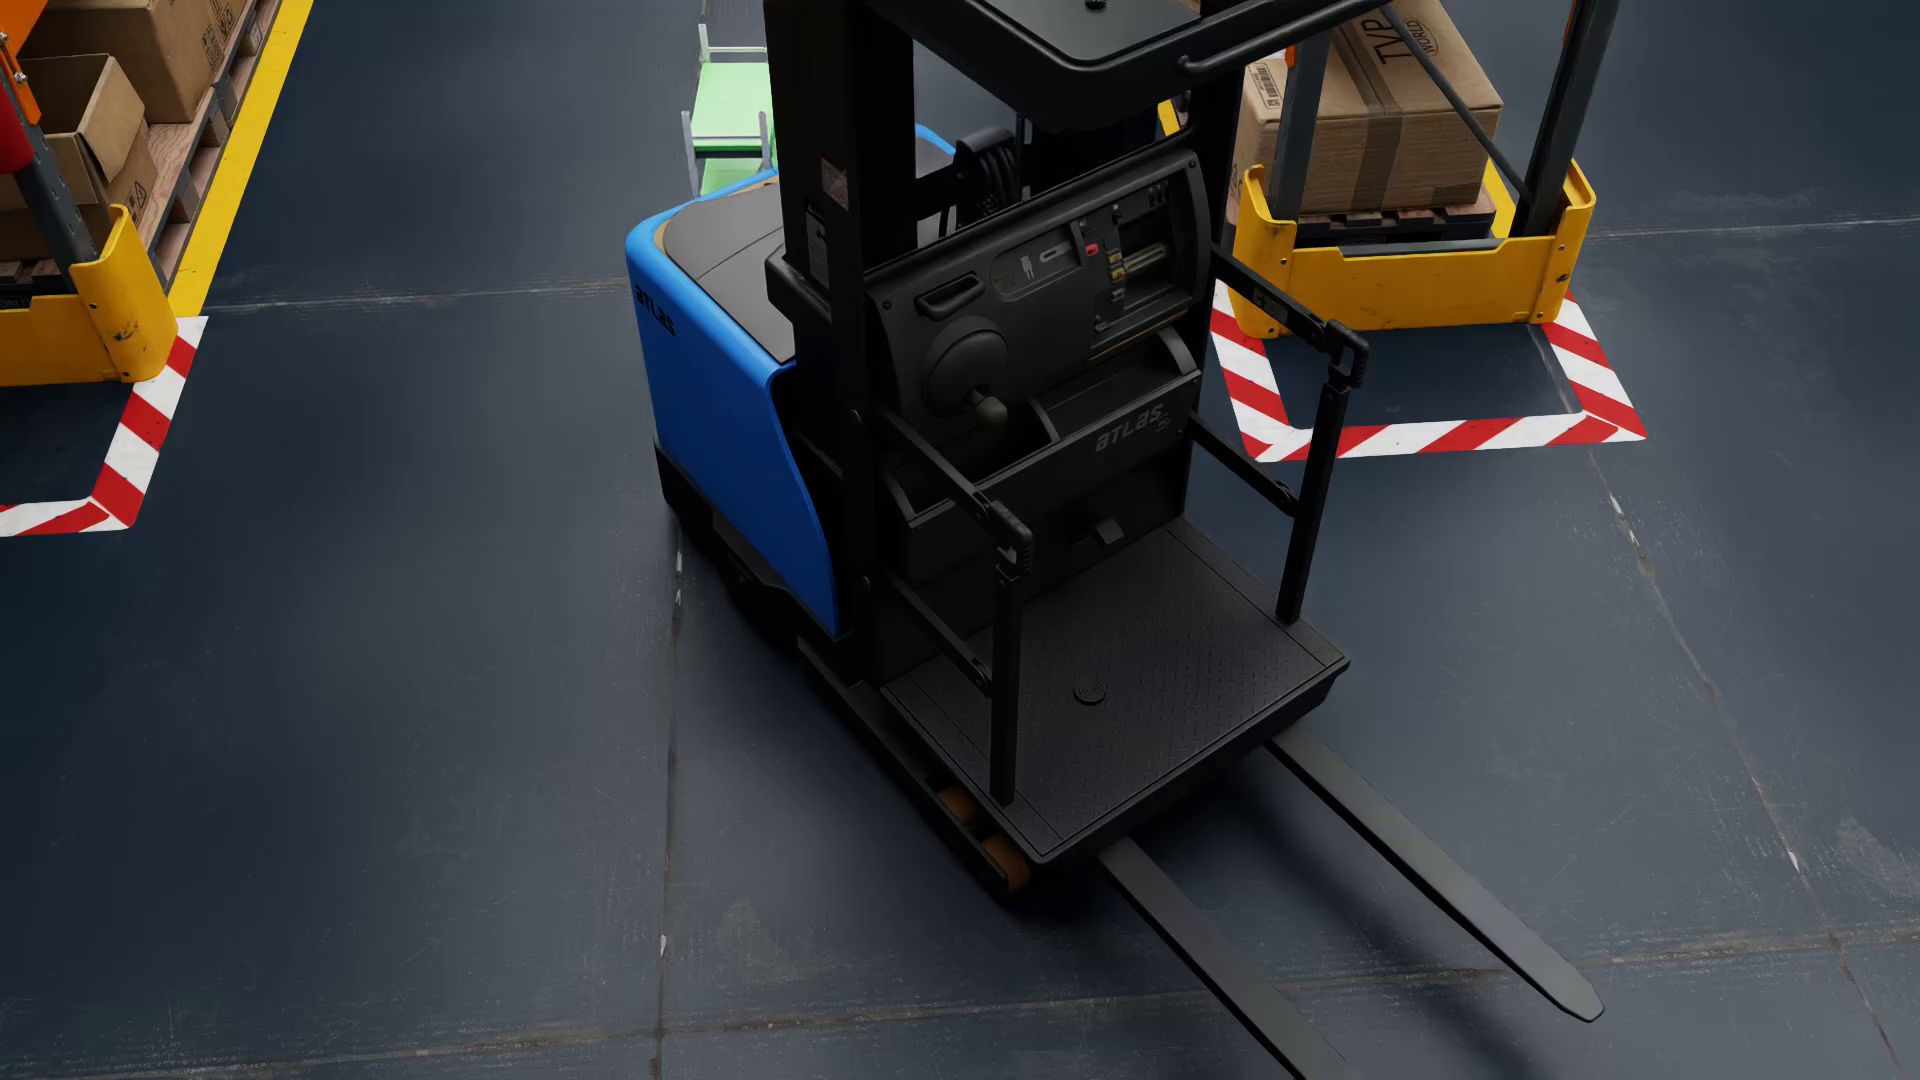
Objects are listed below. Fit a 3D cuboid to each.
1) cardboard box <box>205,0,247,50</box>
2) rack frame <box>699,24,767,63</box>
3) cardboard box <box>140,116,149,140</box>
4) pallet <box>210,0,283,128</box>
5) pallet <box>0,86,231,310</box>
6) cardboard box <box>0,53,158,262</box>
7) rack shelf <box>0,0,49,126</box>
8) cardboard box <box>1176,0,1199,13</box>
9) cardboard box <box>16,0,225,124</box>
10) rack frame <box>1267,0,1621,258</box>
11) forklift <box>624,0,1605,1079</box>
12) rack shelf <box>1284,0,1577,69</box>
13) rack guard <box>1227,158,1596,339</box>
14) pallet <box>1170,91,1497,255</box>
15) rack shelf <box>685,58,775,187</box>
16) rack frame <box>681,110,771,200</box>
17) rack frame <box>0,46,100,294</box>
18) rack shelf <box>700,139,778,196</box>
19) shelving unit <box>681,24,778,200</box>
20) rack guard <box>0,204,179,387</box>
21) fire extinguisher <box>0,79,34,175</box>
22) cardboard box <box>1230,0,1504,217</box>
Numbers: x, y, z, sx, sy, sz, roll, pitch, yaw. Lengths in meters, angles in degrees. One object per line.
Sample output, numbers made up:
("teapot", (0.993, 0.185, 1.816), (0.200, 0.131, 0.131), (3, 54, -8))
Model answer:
("cardboard box", (-3.306, -2.360, 6.852), (0.500, 0.500, 0.500), (-3, 47, -3))
("rack frame", (-0.678, -1.163, 5.524), (0.240, 1.200, 0.015), (0, 46, 0))
("cardboard box", (-3.325, -1.540, 6.316), (0.380, 0.149, 0.250), (-5, 47, -5))
("pallet", (-3.545, -2.171, 7.161), (1.003, 0.211, 1.213), (-3, 47, -3))
("pallet", (-3.446, -1.290, 6.327), (1.003, 0.211, 1.213), (-3, 47, -3))
("cardboard box", (-3.328, -1.352, 5.894), (0.797, 0.503, 0.637), (-5, 47, -5))
("rack shelf", (-3.539, -2.817, 6.348), (1.077, 0.370, 4.000), (-3, 47, -3))
("cardboard box", (1.335, -2.318, 6.855), (0.875, 0.438, 0.875), (-2, 47, -2))
("cardboard box", (-3.361, -1.971, 6.484), (0.700, 0.500, 0.500), (-2, 47, -2))
("rack frame", (1.574, -1.922, 5.004), (1.000, 3.000, 0.127), (-3, 47, -3))
("forklift", (0.339, -0.487, 3.692), (1.130, 2.935, 3.031), (-29, 53, -24))
("rack shelf", (1.407, -3.122, 6.636), (1.077, 0.370, 4.000), (-3, 47, -3))
("rack guard", (1.576, -1.045, 5.895), (1.175, 0.500, 0.348), (-3, 47, -3))
("pallet", (1.430, -1.537, 6.560), (1.003, 0.211, 1.213), (-3, 47, -3))
("rack shelf", (-0.677, -1.273, 5.055), (0.258, 0.148, 0.480), (0, 46, 0))
("rack frame", (-0.675, -0.809, 5.188), (0.240, 1.200, 0.015), (0, 46, 0))
("rack frame", (-3.372, -1.617, 4.716), (1.000, 3.000, 0.127), (-3, 47, -3))
("rack shelf", (-0.677, -1.107, 5.228), (0.258, 0.148, 0.480), (0, 46, 0))
("shelving unit", (-0.676, -0.986, 5.356), (0.258, 1.200, 0.503), (0, 46, 0))
("rack guard", (-3.378, -0.813, 5.676), (1.175, 0.500, 0.348), (-3, 47, -3))
("fire extinguisher", (-2.899, -1.384, 4.805), (0.296, 0.674, 0.183), (-3, 47, -3))
("cardboard box", (1.420, -1.657, 6.228), (0.875, 0.438, 0.875), (-5, 47, -5))
